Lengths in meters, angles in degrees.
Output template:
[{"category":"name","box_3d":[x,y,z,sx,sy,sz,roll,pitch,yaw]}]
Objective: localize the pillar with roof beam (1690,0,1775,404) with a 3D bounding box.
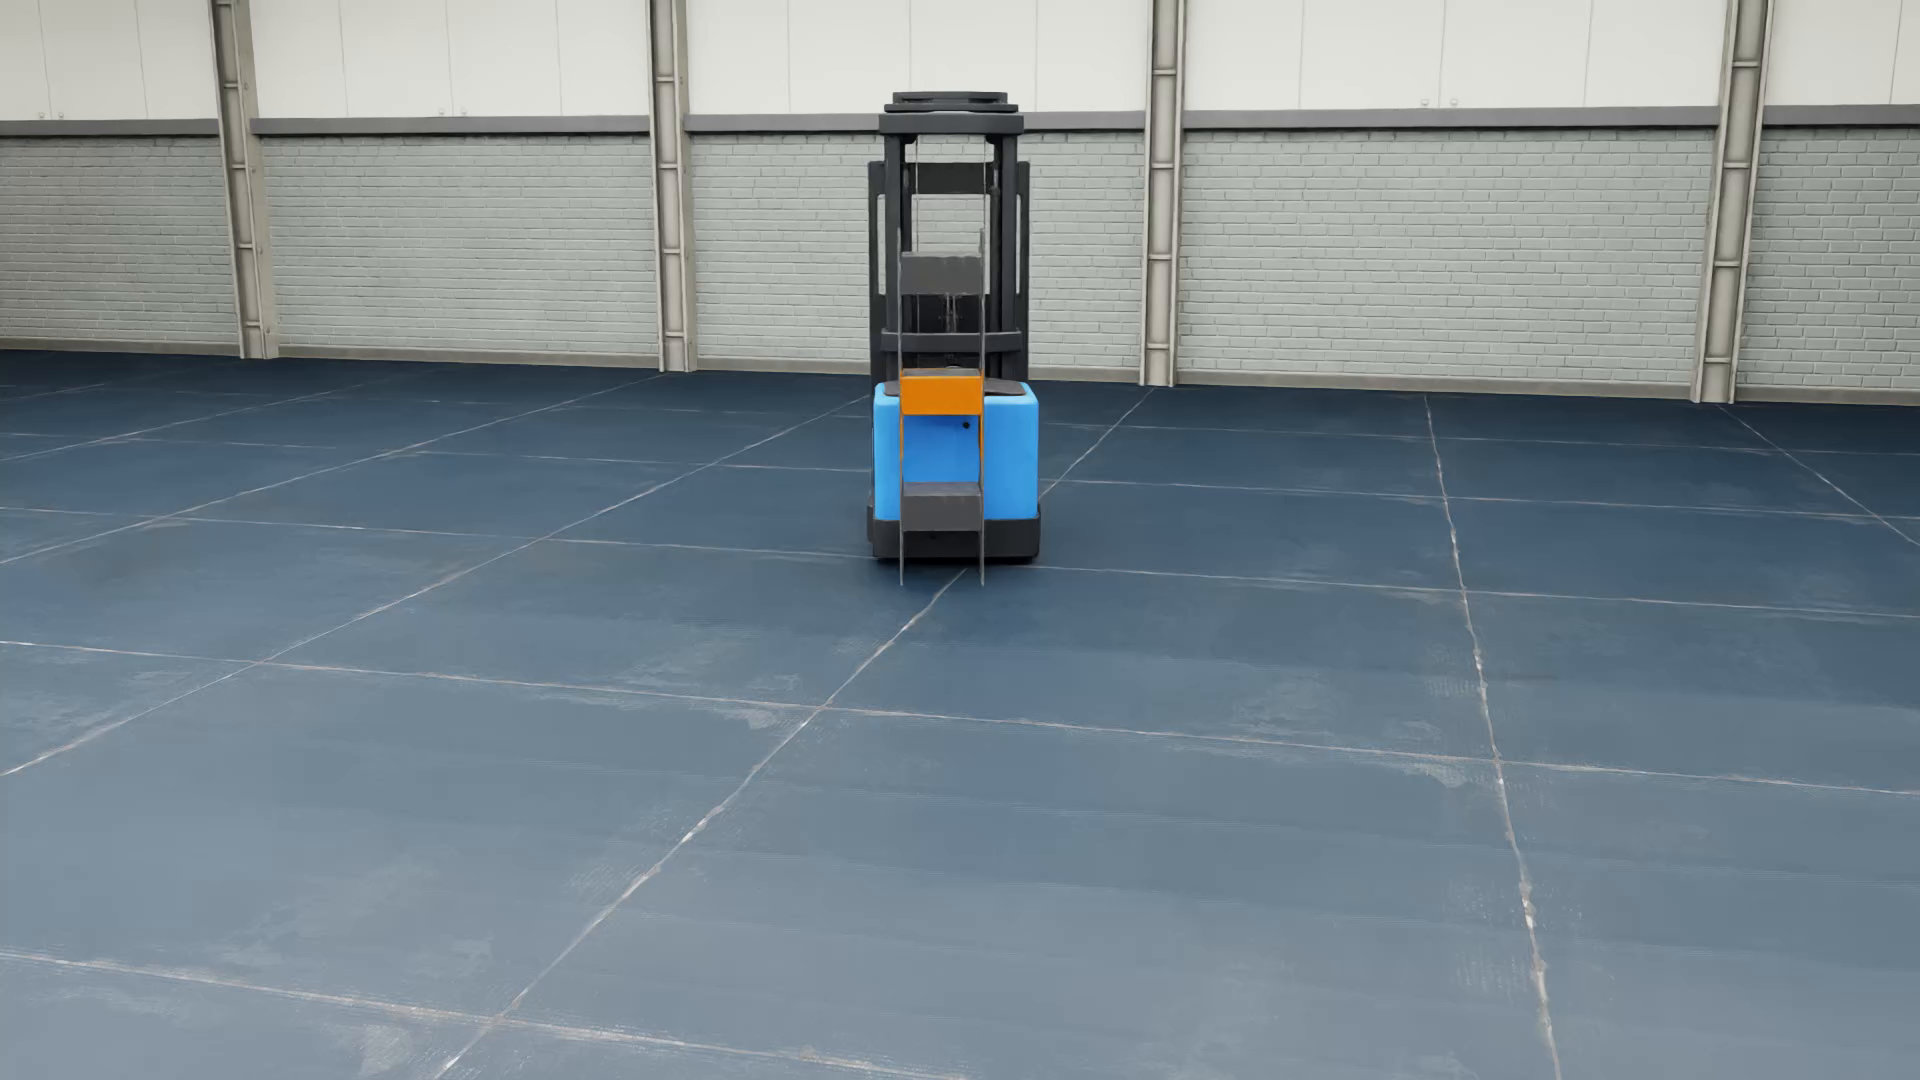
[{"category":"pillar with roof beam","box_3d":[7.102,-4.989,12.945,0.400,9.000,9.100,3,13,14]}]

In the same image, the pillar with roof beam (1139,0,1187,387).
[{"category":"pillar with roof beam","box_3d":[1.277,-5.300,14.348,0.400,9.000,9.100,3,13,14]}]

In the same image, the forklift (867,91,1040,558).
[{"category":"forklift","box_3d":[-0.087,-1.580,11.588,1.130,2.935,3.031,-1,13,-3]}]

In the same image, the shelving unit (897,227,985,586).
[{"category":"shelving unit","box_3d":[-0.113,-0.792,9.942,0.503,2.100,0.431,0,13,-2]}]

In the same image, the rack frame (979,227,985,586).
[{"category":"rack frame","box_3d":[0.131,-0.794,9.949,0.015,2.100,0.400,0,13,-2]}]

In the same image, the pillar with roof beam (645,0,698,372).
[{"category":"pillar with roof beam","box_3d":[-4.548,-5.612,15.751,0.400,9.000,9.100,3,13,14]}]

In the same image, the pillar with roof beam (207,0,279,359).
[{"category":"pillar with roof beam","box_3d":[-10.373,-5.923,17.155,0.400,9.000,9.100,3,13,14]}]

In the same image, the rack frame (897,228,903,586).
[{"category":"rack frame","box_3d":[-0.357,-0.790,9.934,0.015,2.100,0.400,0,13,-2]}]

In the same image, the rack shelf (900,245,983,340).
[{"category":"rack shelf","box_3d":[-0.113,-1.460,9.784,0.480,0.518,0.431,0,13,-2]}]

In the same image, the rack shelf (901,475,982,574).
[{"category":"rack shelf","box_3d":[-0.113,-0.097,10.105,0.480,0.518,0.431,0,13,-2]}]

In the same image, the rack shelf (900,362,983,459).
[{"category":"rack shelf","box_3d":[-0.113,-0.779,9.945,0.480,0.518,0.431,0,13,-2]}]
